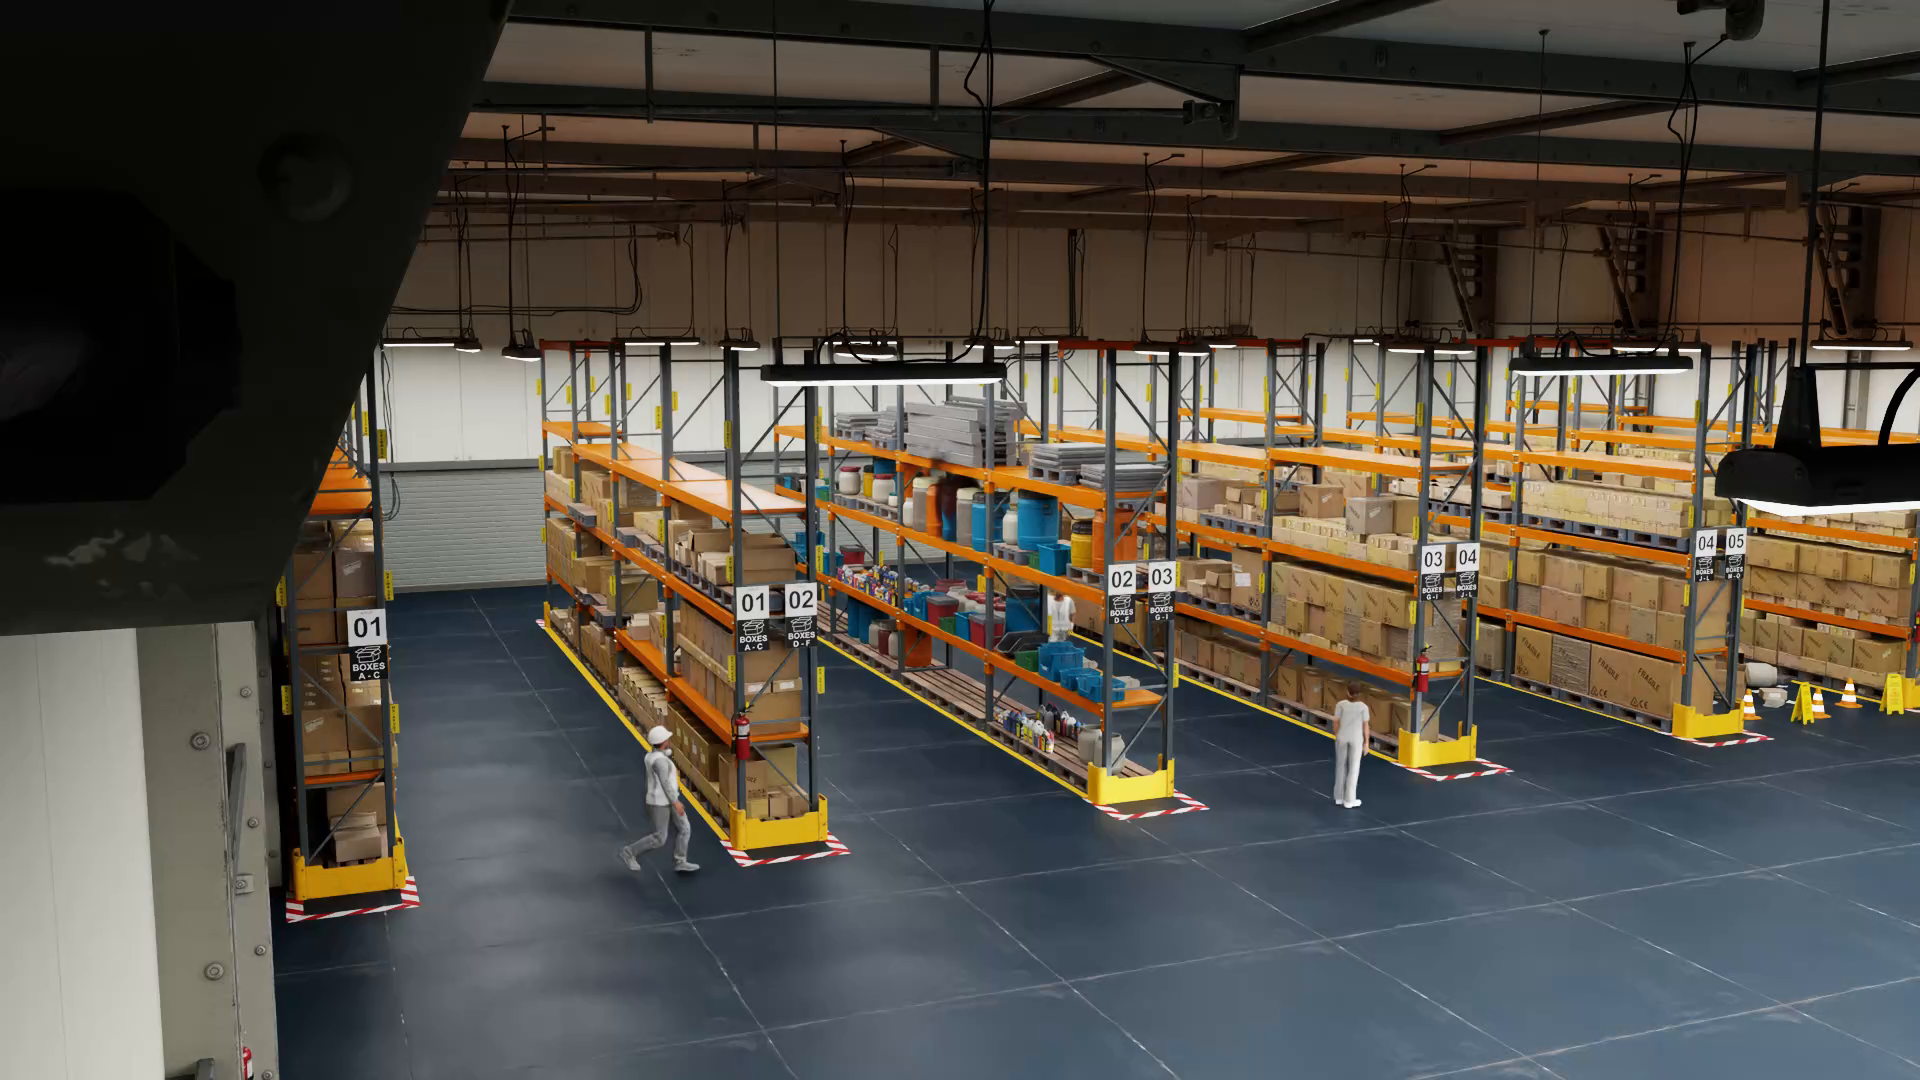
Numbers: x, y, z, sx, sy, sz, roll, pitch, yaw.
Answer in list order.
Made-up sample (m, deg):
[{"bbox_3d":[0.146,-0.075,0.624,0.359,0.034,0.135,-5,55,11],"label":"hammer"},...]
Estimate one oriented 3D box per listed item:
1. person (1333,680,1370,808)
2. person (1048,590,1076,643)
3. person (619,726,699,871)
[{"bbox_3d":[5.140,2.668,21.844,0.459,1.686,0.375,3,8,21],"label":"person"},{"bbox_3d":[1.760,1.631,29.488,0.567,1.801,0.891,-3,8,-19],"label":"person"},{"bbox_3d":[-3.468,2.985,19.134,0.877,1.722,0.486,1,7,5],"label":"person"}]
